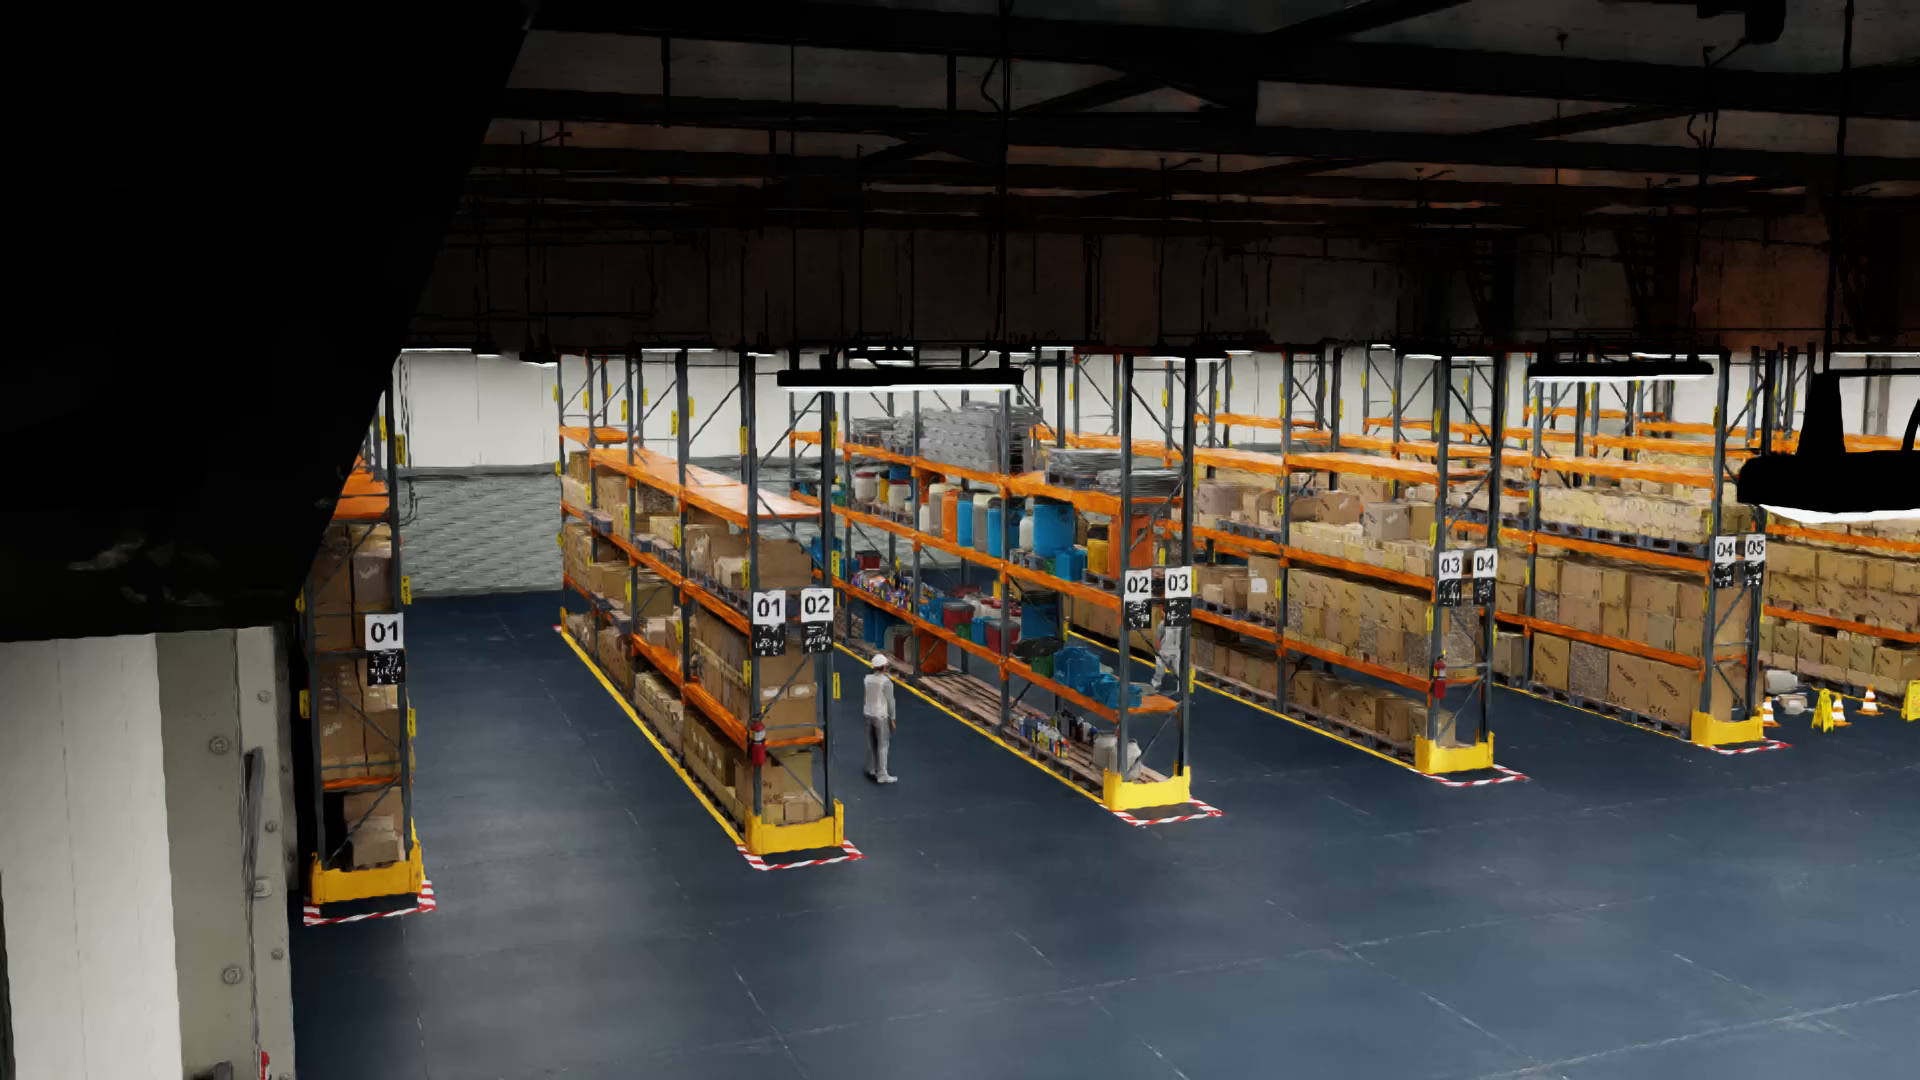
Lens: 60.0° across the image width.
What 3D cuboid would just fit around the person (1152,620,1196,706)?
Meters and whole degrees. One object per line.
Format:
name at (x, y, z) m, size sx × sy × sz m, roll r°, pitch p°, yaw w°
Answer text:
person at (9.381, 1.021, 28.654) m, size 12.039 × 3.324 × 3.589 m, roll -3°, pitch 8°, yaw -19°

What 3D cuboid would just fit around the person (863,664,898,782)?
person at (-1.106, 2.496, 23.391) m, size 0.598 × 1.731 × 0.463 m, roll 6°, pitch 10°, yaw 41°
